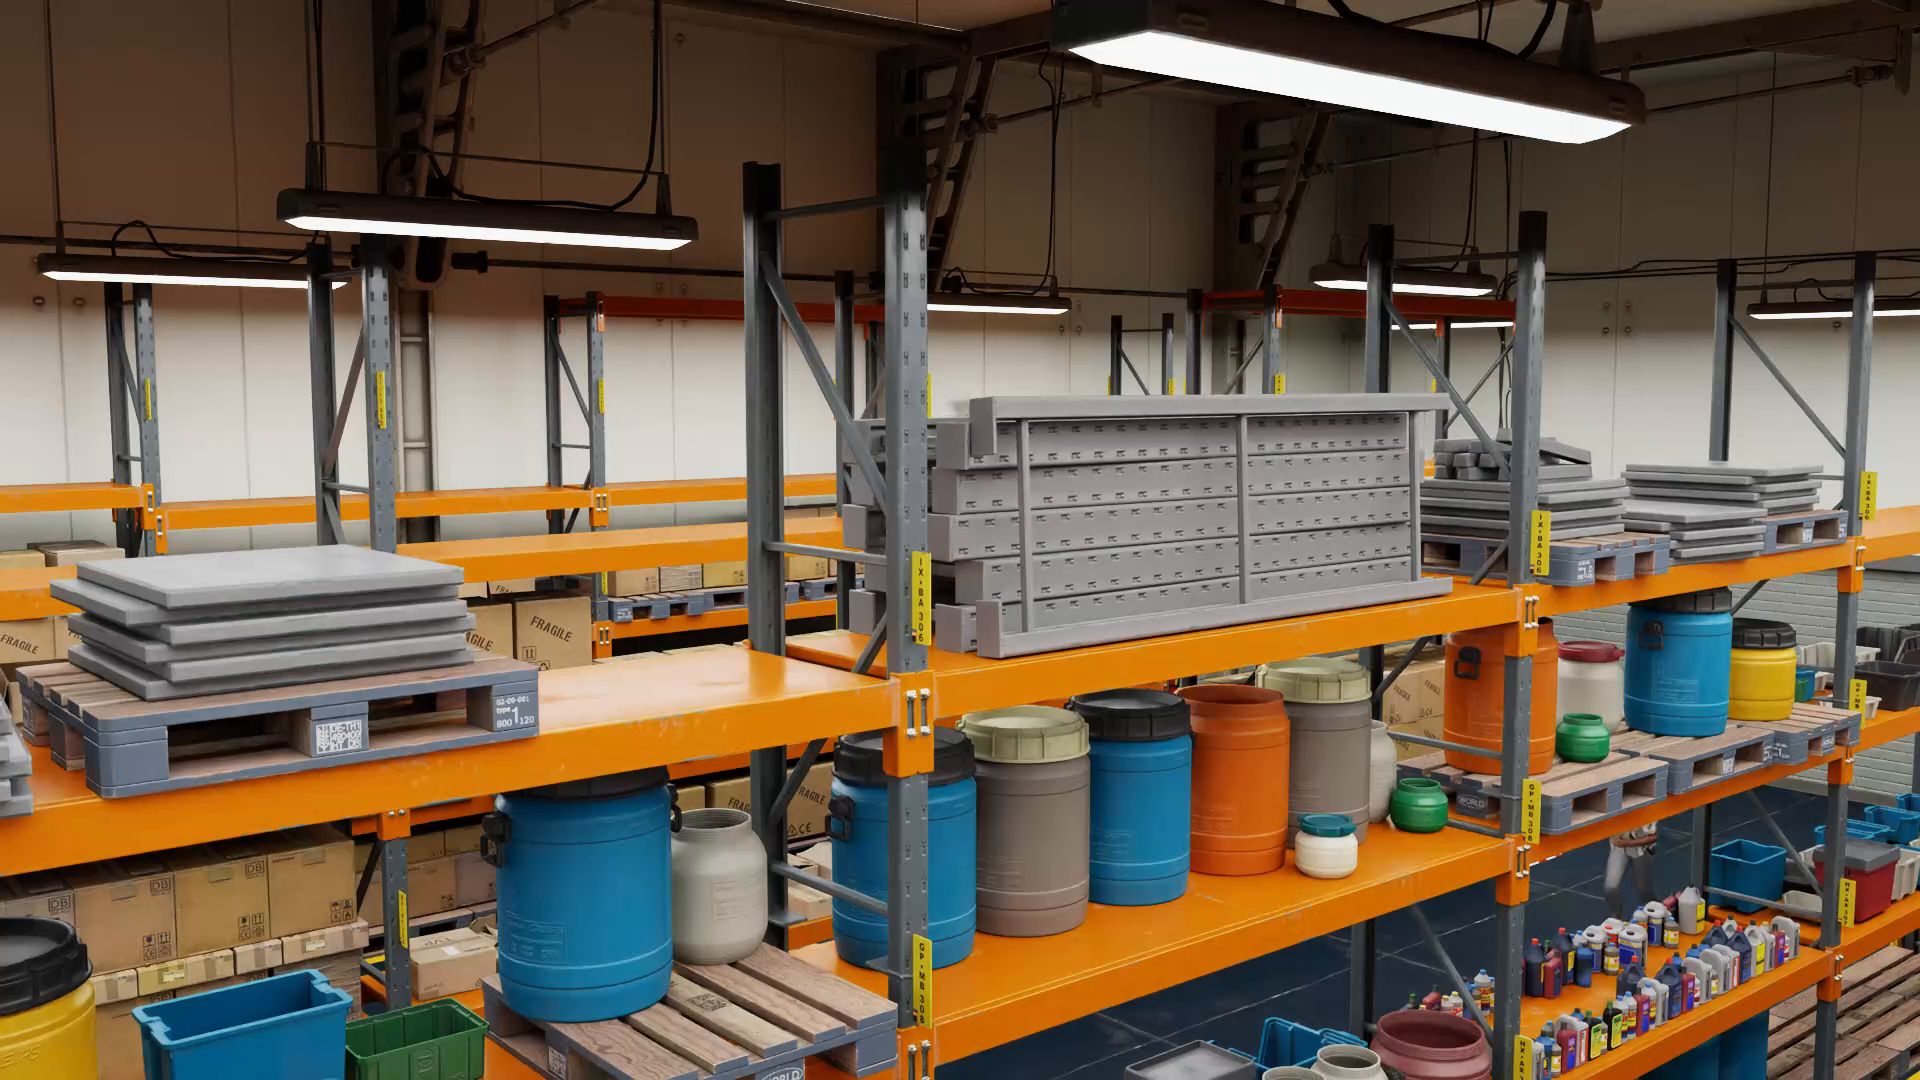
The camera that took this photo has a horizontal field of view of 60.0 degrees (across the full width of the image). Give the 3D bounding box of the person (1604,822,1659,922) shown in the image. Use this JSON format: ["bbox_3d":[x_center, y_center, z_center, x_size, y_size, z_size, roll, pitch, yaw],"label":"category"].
[{"bbox_3d":[6.202,2.944,15.355,0.957,1.613,0.617,-5,7,-42],"label":"person"}]
